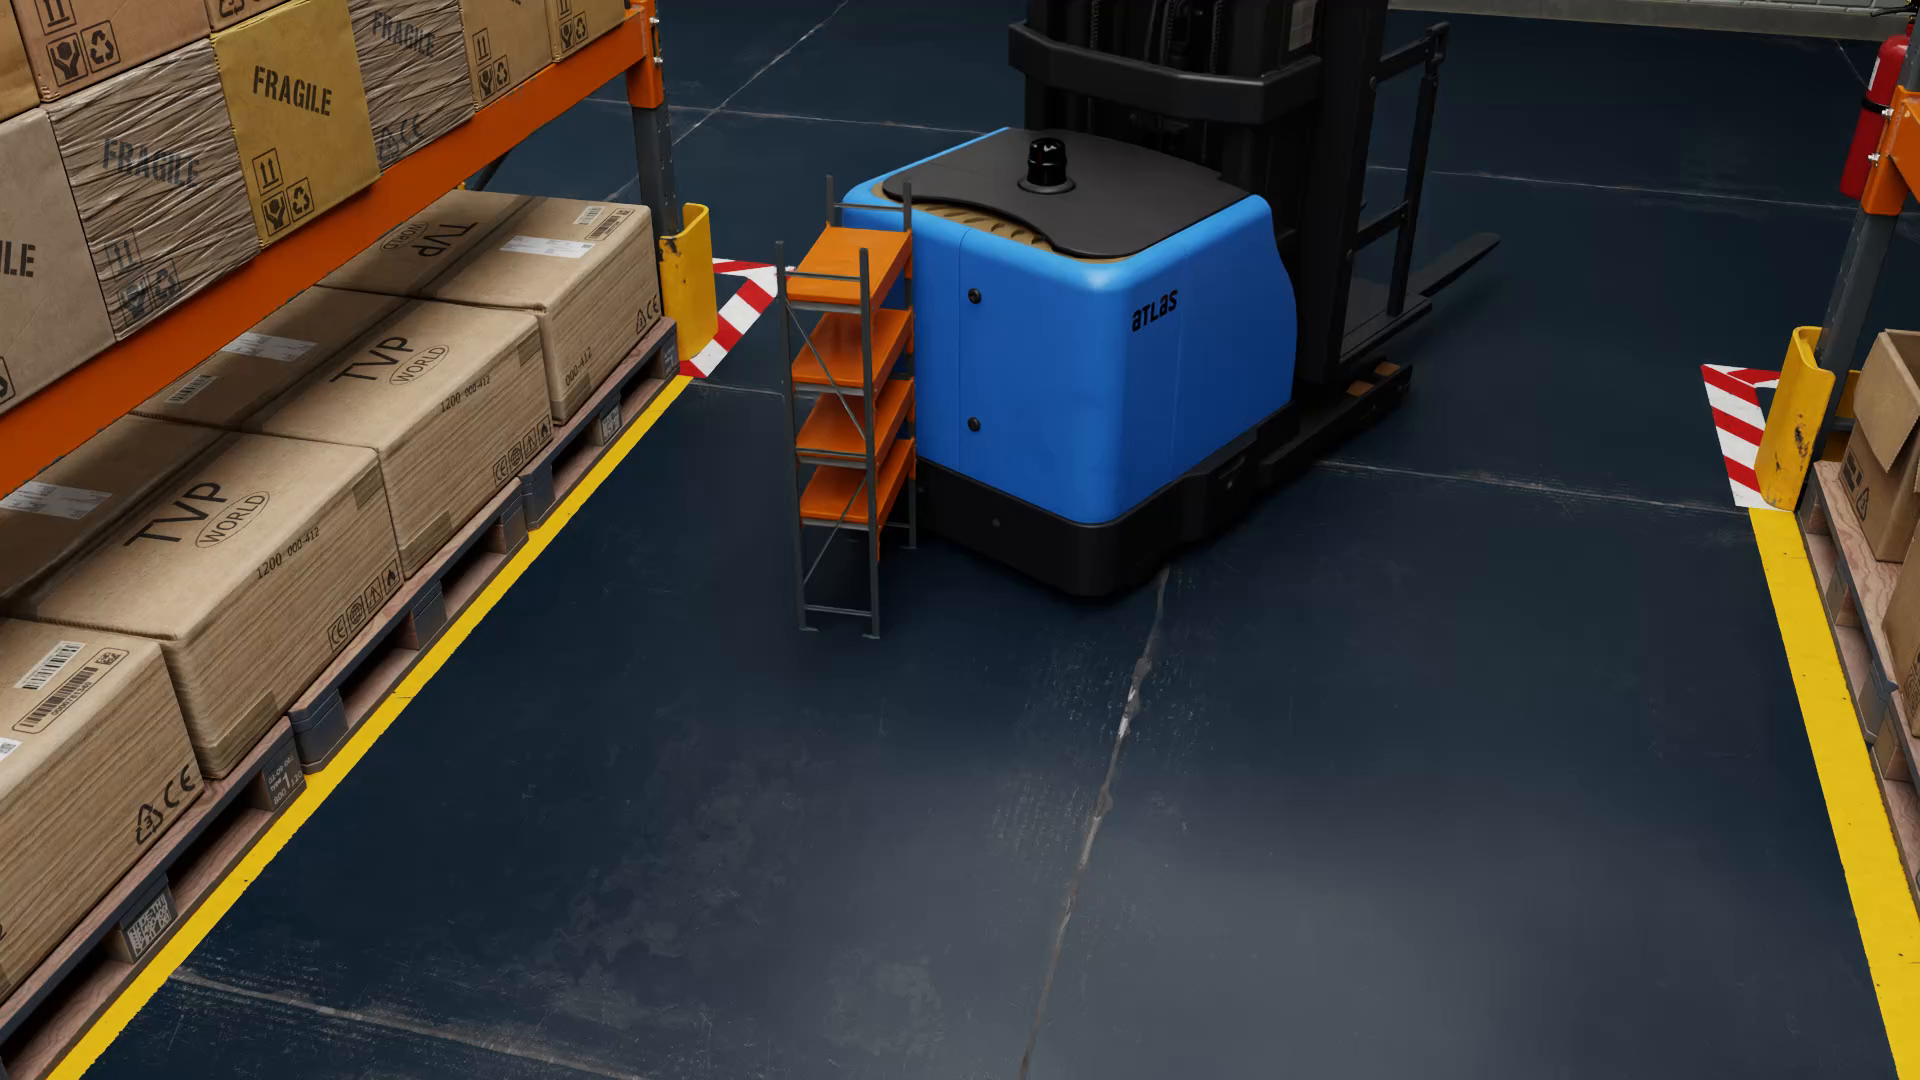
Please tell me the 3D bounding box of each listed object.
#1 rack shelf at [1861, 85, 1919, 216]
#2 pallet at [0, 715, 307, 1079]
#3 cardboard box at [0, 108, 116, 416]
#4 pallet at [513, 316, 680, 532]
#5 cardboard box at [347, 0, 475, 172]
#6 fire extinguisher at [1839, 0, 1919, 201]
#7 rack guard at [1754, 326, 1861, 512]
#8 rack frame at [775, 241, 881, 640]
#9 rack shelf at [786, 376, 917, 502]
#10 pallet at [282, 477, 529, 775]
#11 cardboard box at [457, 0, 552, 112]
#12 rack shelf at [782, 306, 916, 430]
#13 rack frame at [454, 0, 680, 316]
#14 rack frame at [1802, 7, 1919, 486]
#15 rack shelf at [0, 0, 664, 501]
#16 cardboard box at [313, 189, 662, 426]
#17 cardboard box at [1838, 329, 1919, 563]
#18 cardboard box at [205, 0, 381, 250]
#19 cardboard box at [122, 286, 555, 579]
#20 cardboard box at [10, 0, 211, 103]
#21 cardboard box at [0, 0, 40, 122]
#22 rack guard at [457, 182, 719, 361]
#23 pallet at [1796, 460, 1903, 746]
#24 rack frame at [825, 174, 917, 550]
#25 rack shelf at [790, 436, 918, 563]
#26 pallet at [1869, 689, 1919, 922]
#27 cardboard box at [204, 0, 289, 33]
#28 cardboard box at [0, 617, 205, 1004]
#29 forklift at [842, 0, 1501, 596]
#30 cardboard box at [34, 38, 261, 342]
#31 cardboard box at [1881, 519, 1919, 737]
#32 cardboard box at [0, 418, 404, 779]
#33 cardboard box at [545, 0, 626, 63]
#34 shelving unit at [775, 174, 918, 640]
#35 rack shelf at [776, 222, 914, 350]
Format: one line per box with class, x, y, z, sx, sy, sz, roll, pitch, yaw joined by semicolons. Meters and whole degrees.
rack shelf;2.743;-0.077;3.246;1.077;0.370;4.000;8;33;12
pallet;-2.298;0.776;3.832;1.003;0.211;1.213;8;33;12
cardboard box;-2.062;-0.527;3.190;0.500;0.500;0.500;8;33;13
pallet;-1.679;-0.490;5.824;1.003;0.211;1.213;8;33;12
cardboard box;-1.681;-1.321;4.439;0.500;0.500;0.500;9;34;14
fire extinguisher;2.841;-1.368;5.025;0.296;0.674;0.183;8;33;12
rack guard;3.232;-0.324;5.294;1.175;0.500;0.348;8;33;12
rack frame;-0.348;-0.233;4.498;0.240;1.200;0.015;6;33;9
rack shelf;-0.301;-0.305;4.736;0.258;0.148;0.480;6;33;9
pallet;-1.990;0.141;4.831;1.003;0.211;1.213;8;33;12
cardboard box;-1.560;-1.590;4.861;0.500;0.500;0.500;7;33;11
rack shelf;-0.301;-0.494;4.616;0.258;0.148;0.480;6;33;9
rack frame;-1.551;-2.092;5.745;1.000;3.000;0.127;8;33;12
rack frame;3.251;-1.418;4.685;1.000;3.000;0.127;8;33;12
rack shelf;-2.059;-0.751;4.306;1.077;0.370;4.000;8;33;12
cardboard box;-1.622;-0.832;5.760;0.875;0.438;0.875;7;33;11
cardboard box;3.004;-0.238;4.763;0.797;0.503;0.637;7;33;10
cardboard box;-1.799;-1.052;4.015;0.500;0.500;0.500;9;34;14
cardboard box;-1.846;-0.356;5.011;0.875;0.438;0.875;9;34;14
cardboard box;-1.936;-1.220;3.348;0.500;0.500;0.500;9;33;13
cardboard box;-2.077;-0.956;2.933;0.500;0.500;0.500;8;33;12
rack guard;-1.545;-1.050;6.435;1.175;0.500;0.348;8;33;12
pallet;3.030;0.212;4.720;1.003;0.211;1.213;8;33;12
rack frame;-0.253;-0.490;4.902;0.240;1.200;0.015;6;33;9
rack shelf;-0.301;-0.137;4.843;0.258;0.148;0.480;6;33;9
pallet;2.719;0.843;3.728;1.003;0.211;1.213;8;33;12
cardboard box;-1.806;-1.482;3.760;0.500;0.500;0.500;8;33;12
cardboard box;-2.303;0.576;3.544;0.875;0.438;0.875;8;33;12
forklift;0.974;-1.788;5.330;1.130;2.935;3.031;25;40;33
cardboard box;-1.930;-0.784;3.595;0.500;0.500;0.500;8;33;13
cardboard box;2.749;0.202;4.075;0.700;0.500;0.500;9;34;14
cardboard box;-2.077;0.112;4.275;0.875;0.438;0.875;7;33;11
cardboard box;-1.418;-1.848;5.268;0.500;0.500;0.500;8;33;13
shelving unit;-0.301;-0.362;4.700;0.258;1.200;0.503;6;33;9
rack shelf;-0.301;-0.693;4.489;0.258;0.148;0.480;6;33;9
